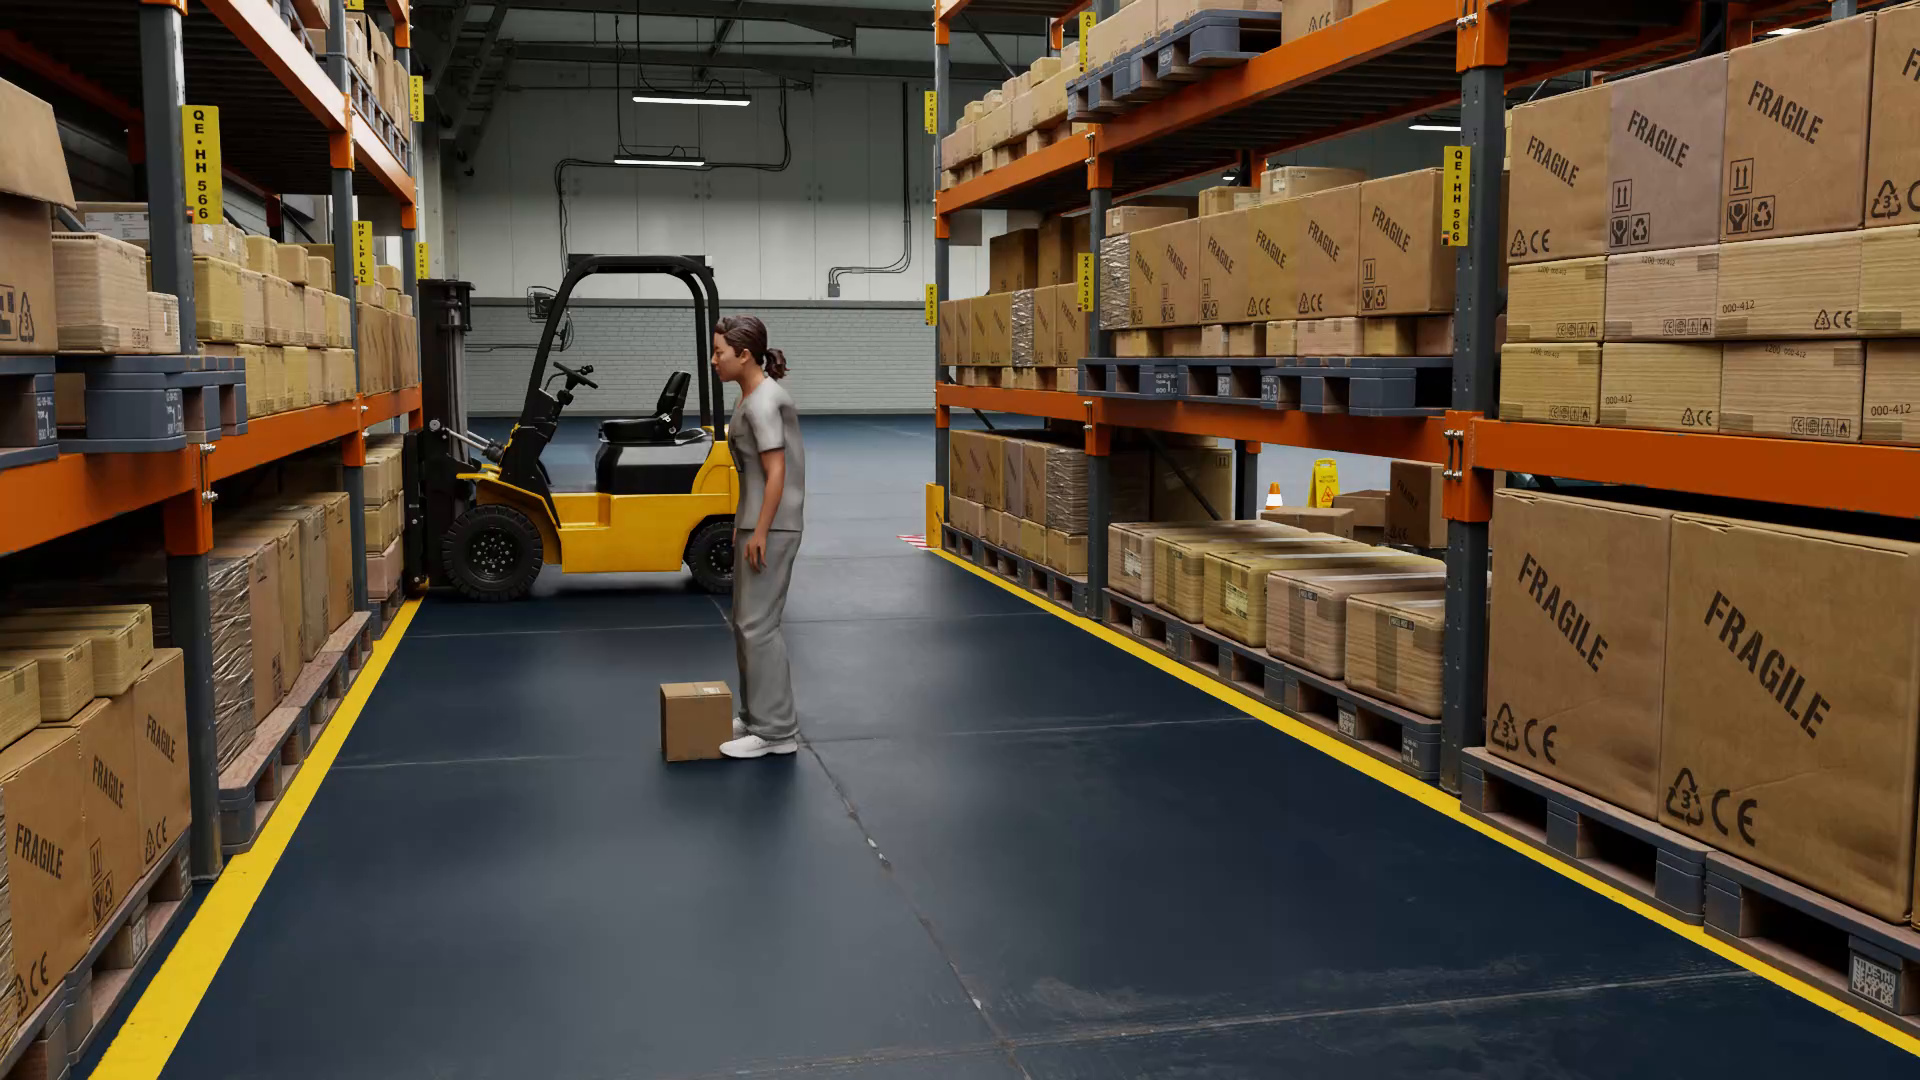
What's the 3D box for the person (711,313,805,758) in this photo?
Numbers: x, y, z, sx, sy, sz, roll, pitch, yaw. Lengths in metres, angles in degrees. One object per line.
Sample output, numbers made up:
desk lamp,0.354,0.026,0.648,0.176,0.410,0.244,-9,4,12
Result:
person,-0.772,-0.023,6.357,0.352,1.673,0.494,-2,6,-14
